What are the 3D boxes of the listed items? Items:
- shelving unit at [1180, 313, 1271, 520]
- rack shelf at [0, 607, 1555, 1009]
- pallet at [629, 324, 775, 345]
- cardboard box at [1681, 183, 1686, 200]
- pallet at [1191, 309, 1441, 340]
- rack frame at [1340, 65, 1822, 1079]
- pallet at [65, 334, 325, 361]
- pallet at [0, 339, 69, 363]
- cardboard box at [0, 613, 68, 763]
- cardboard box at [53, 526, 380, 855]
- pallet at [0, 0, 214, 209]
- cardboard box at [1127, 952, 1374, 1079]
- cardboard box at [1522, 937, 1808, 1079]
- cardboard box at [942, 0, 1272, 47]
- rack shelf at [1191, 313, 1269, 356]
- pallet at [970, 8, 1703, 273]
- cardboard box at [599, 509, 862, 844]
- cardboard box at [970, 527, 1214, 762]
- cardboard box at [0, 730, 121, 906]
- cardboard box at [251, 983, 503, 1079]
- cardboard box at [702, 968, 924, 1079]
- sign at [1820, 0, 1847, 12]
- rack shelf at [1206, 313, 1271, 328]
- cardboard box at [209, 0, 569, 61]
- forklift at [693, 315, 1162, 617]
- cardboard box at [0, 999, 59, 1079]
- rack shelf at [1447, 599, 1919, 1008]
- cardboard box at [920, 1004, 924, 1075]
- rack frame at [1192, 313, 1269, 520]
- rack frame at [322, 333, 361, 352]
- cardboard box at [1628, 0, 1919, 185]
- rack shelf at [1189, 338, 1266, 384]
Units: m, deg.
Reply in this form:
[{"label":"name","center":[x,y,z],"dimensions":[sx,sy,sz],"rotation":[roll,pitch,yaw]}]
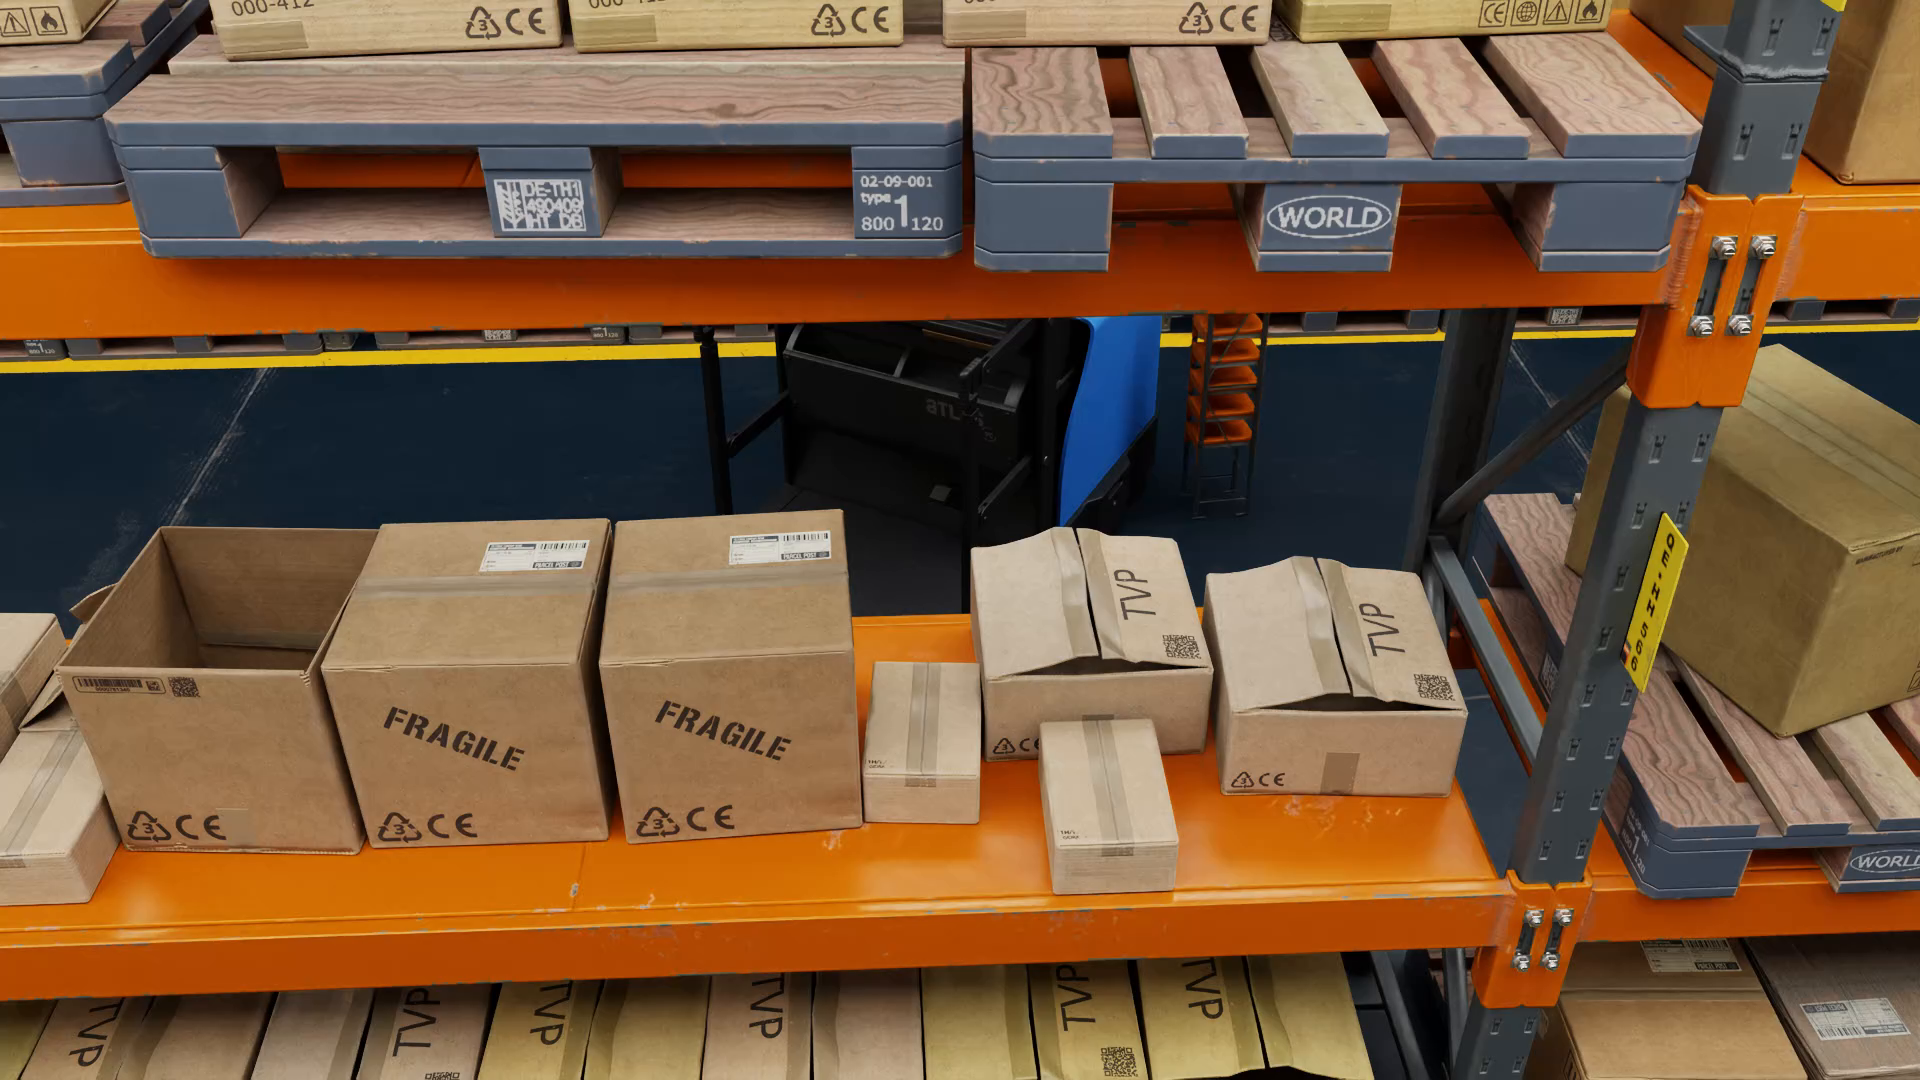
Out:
[{"label":"shelving unit","center":[1.059,-0.650,6.630],"dimensions":[0.258,1.200,0.189],"rotation":[-5,33,-8]},{"label":"rack shelf","center":[-0.805,0.625,3.844],"dimensions":[4.000,0.370,1.077],"rotation":[-2,35,-2]},{"label":"pallet","center":[-1.042,-1.343,8.505],"dimensions":[1.213,0.211,1.003],"rotation":[-2,35,-2]},{"label":"cardboard box","center":[3.419,-1.820,8.264],"dimensions":[0.750,0.750,0.750],"rotation":[-1,35,-1]},{"label":"pallet","center":[1.745,-1.373,8.548],"dimensions":[1.213,0.211,1.003],"rotation":[-2,35,-2]},{"label":"rack frame","center":[1.193,0.275,3.717],"dimensions":[0.127,3.000,1.000],"rotation":[-2,35,-2]},{"label":"pallet","center":[-3.710,-1.248,8.368],"dimensions":[1.213,0.211,1.003],"rotation":[-2,35,-2]},{"label":"pallet","center":[-4.932,-1.214,8.318],"dimensions":[1.213,0.211,1.003],"rotation":[-2,35,-2]},{"label":"cardboard box","center":[-2.313,0.406,3.659],"dimensions":[0.500,0.250,0.500],"rotation":[1,35,1]},{"label":"cardboard box","center":[-1.509,0.316,3.570],"dimensions":[0.500,0.500,0.500],"rotation":[1,35,1]},{"label":"pallet","center":[-1.923,-0.803,2.807],"dimensions":[1.217,0.209,0.805],"rotation":[-3,35,-4]},{"label":"cardboard box","center":[0.681,1.156,3.998],"dimensions":[0.500,0.311,0.500],"rotation":[-1,35,-1]},{"label":"cardboard box","center":[1.661,1.272,4.086],"dimensions":[0.500,0.500,0.500],"rotation":[0,35,0]},{"label":"cardboard box","center":[0.219,-1.001,2.687],"dimensions":[0.500,0.250,0.500],"rotation":[-1,35,-1]},{"label":"rack shelf","center":[1.058,-0.815,6.525],"dimensions":[0.258,0.103,0.180],"rotation":[-5,33,-8]},{"label":"pallet","center":[0.519,-0.812,2.817],"dimensions":[1.003,0.211,1.213],"rotation":[0,35,0]},{"label":"cardboard box","center":[-0.483,0.288,3.610],"dimensions":[0.500,0.500,0.500],"rotation":[-3,35,-5]},{"label":"cardboard box","center":[0.290,0.226,3.866],"dimensions":[0.500,0.311,0.500],"rotation":[-2,35,-3]},{"label":"cardboard box","center":[-1.908,0.578,3.499],"dimensions":[0.250,0.149,0.380],"rotation":[-2,35,-2]},{"label":"cardboard box","center":[-1.361,1.215,3.912],"dimensions":[0.500,0.311,0.500],"rotation":[-3,35,-4]},{"label":"cardboard box","center":[-0.342,1.186,3.955],"dimensions":[0.500,0.311,0.500],"rotation":[-2,35,-3]},{"label":"sign","center":[1.211,-0.888,2.237],"dimensions":[0.005,0.325,0.100],"rotation":[-2,35,-2]},{"label":"rack shelf","center":[1.058,-0.916,6.460],"dimensions":[0.258,0.103,0.180],"rotation":[-5,33,-8]},{"label":"cardboard box","center":[-0.890,-0.978,2.655],"dimensions":[0.500,0.250,0.500],"rotation":[-4,35,-6]},{"label":"forklift","center":[-0.288,-0.886,5.455],"dimensions":[1.130,2.935,3.031],"rotation":[16,38,22]},{"label":"cardboard box","center":[-2.378,1.241,3.876],"dimensions":[0.500,0.311,0.500],"rotation":[-1,35,-2]},{"label":"rack shelf","center":[3.190,0.517,3.999],"dimensions":[4.000,0.370,1.077],"rotation":[-2,35,-2]},{"label":"cardboard box","center":[-0.339,1.413,4.119],"dimensions":[0.500,0.250,0.500],"rotation":[-1,35,-1]},{"label":"rack frame","center":[1.074,-0.602,6.554],"dimensions":[0.240,1.200,0.006],"rotation":[-5,33,-8]},{"label":"rack frame","center":[-3.041,-2.433,7.630],"dimensions":[0.127,3.000,1.000],"rotation":[-2,35,-2]},{"label":"cardboard box","center":[1.627,-1.031,2.879],"dimensions":[0.500,0.500,0.910],"rotation":[-2,35,-2]},{"label":"rack shelf","center":[1.059,-0.714,6.589],"dimensions":[0.258,0.103,0.180],"rotation":[-5,33,-8]}]
